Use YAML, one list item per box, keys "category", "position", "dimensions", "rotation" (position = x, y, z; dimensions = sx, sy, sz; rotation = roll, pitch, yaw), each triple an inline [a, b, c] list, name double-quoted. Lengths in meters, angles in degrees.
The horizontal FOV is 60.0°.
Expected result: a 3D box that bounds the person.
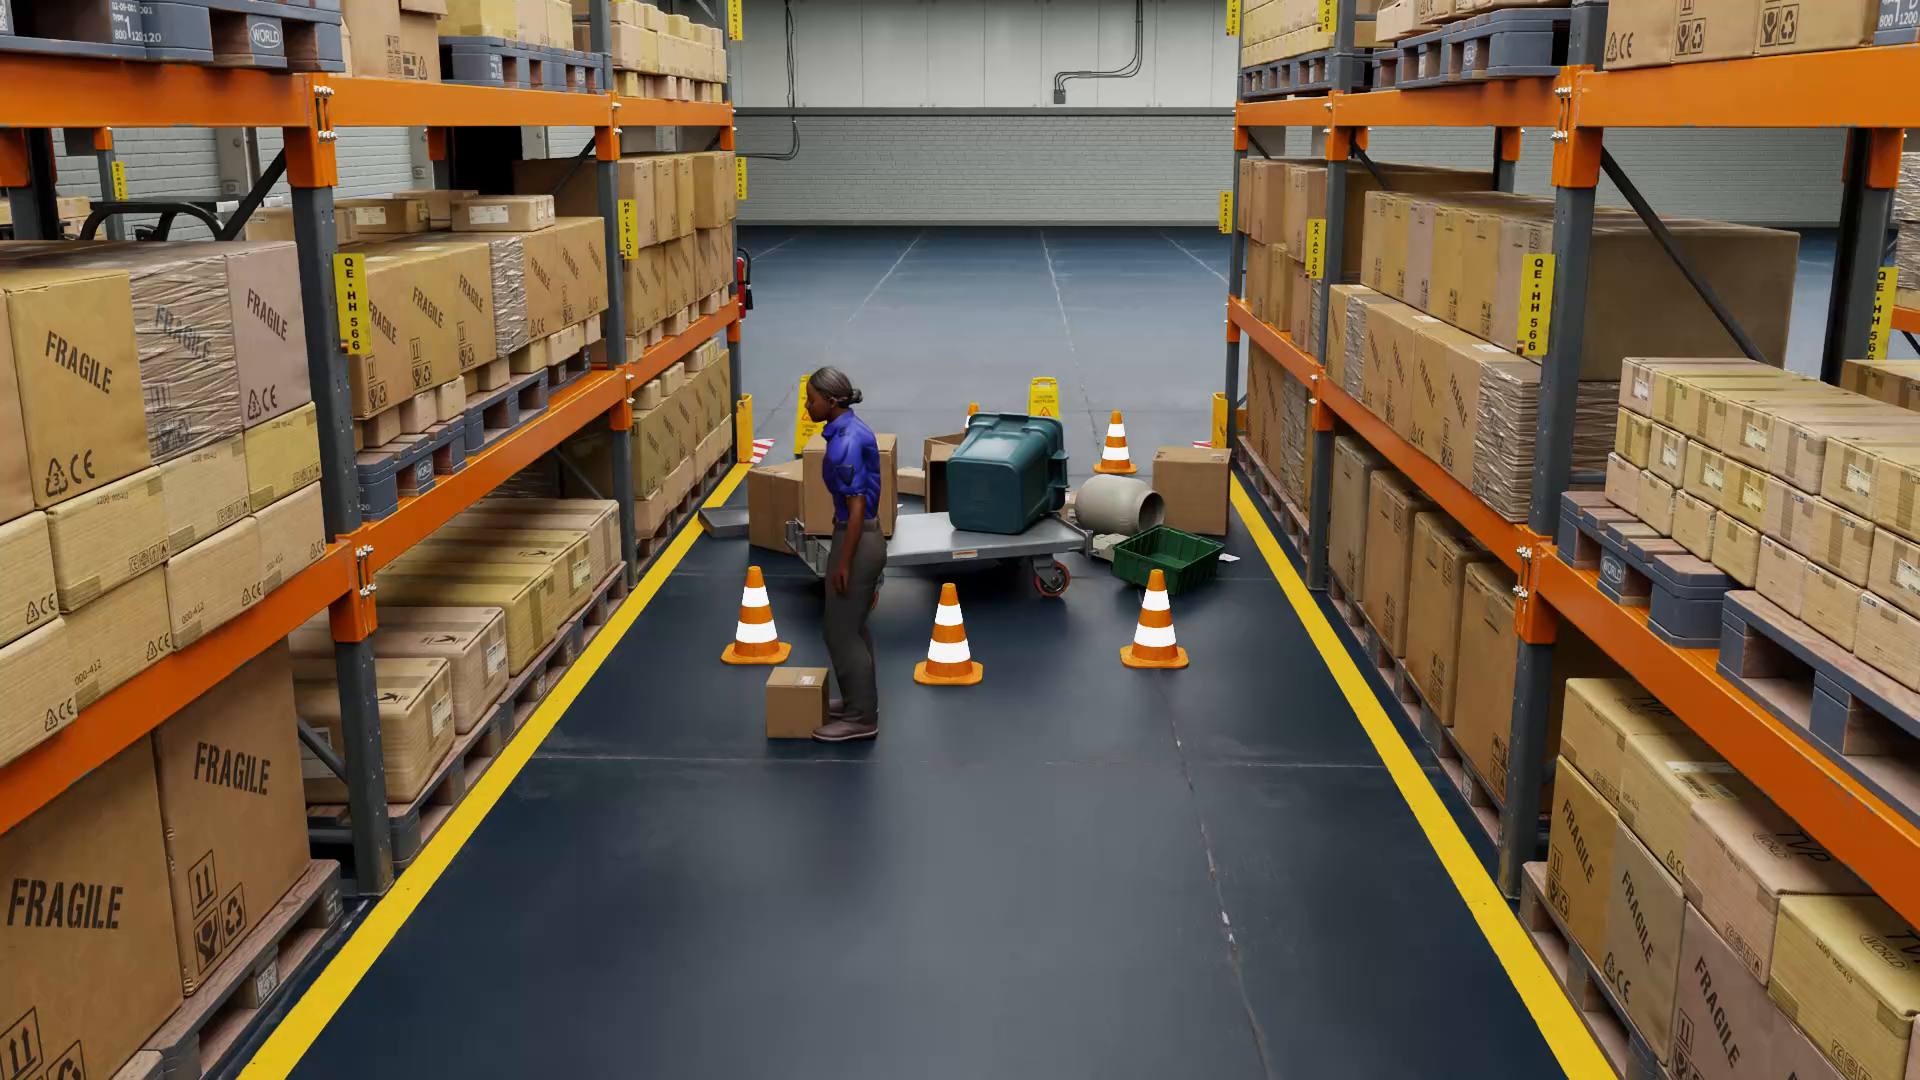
- category: "person"
  position: [-0.495, 0.050, 7.312]
  dimensions: [0.351, 1.654, 0.531]
  rotation: [0, 14, -2]
